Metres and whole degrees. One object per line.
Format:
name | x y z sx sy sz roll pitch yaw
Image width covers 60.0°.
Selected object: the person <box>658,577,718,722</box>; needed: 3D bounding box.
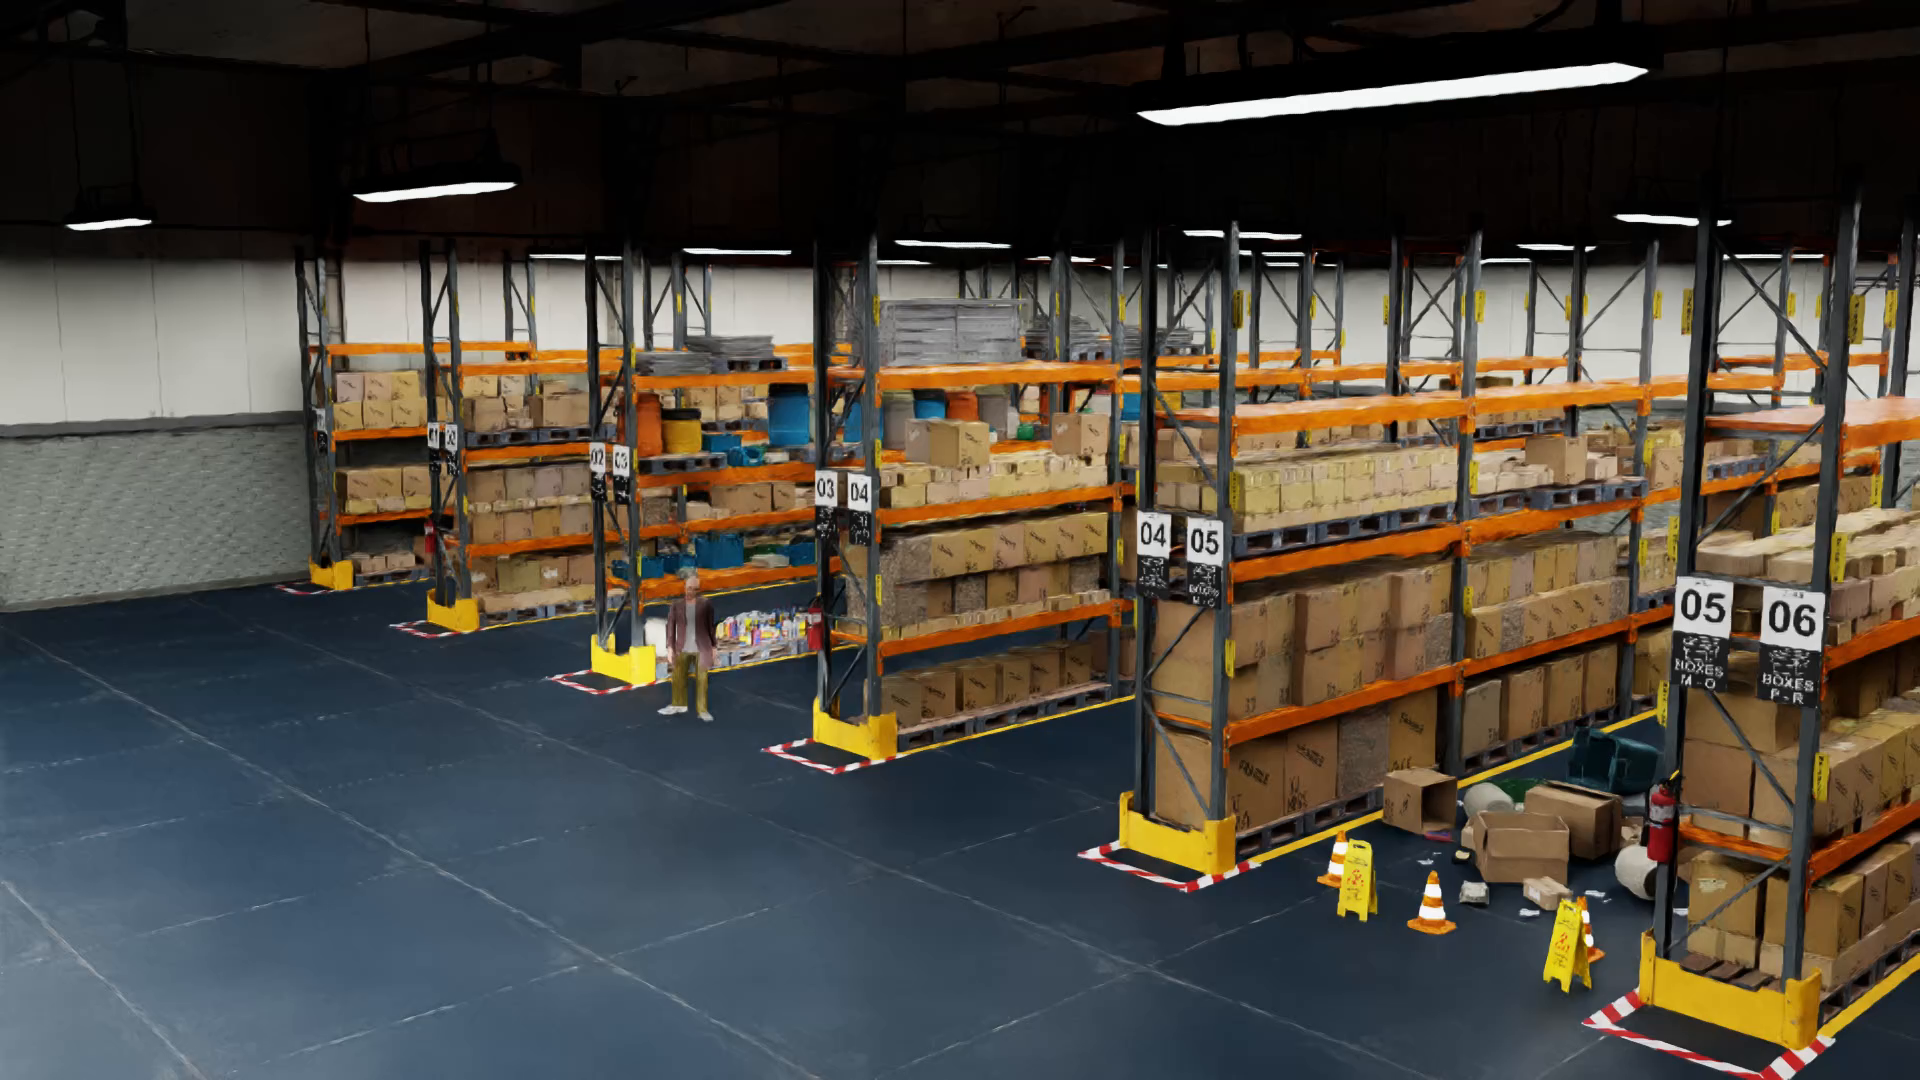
person | -3.364 1.316 20.366 0.768 1.776 0.504 0 8 2
